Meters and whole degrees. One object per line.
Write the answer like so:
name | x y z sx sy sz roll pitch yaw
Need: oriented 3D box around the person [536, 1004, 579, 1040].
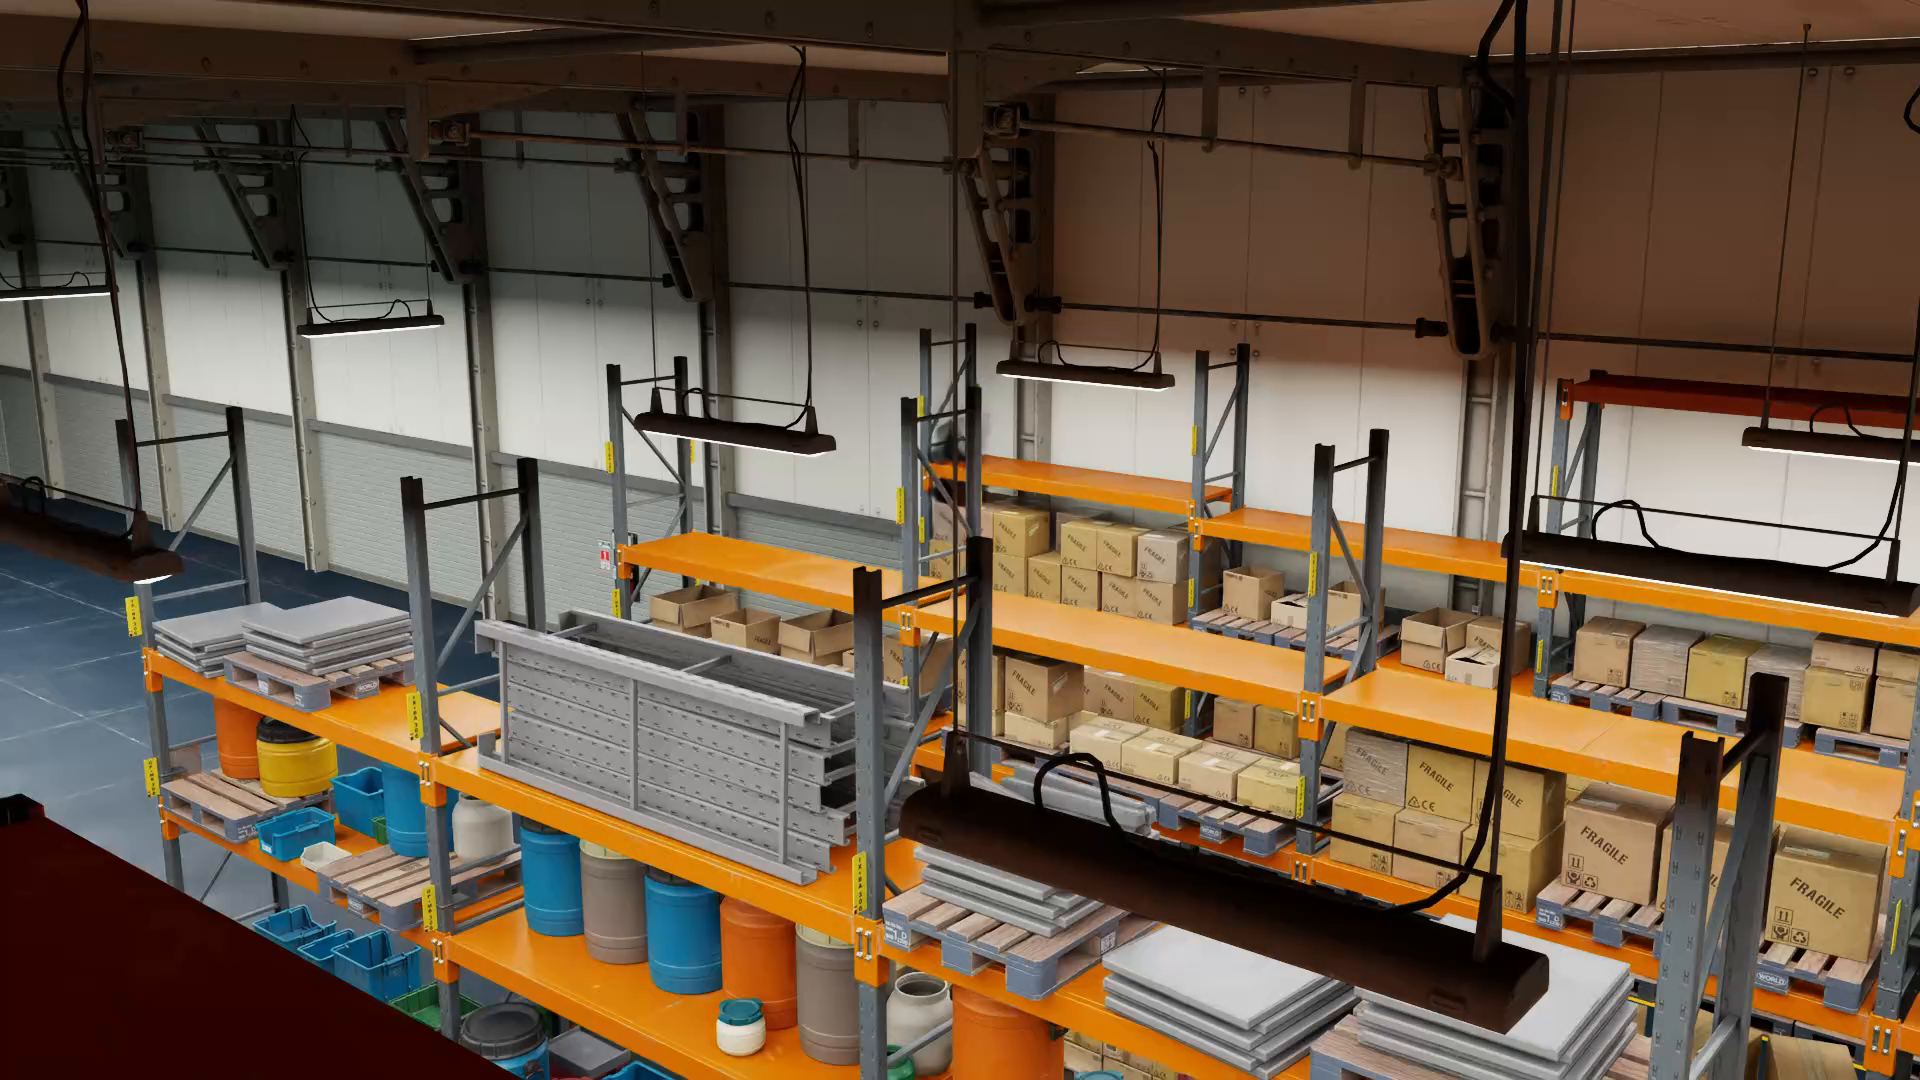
person | -3.492 3.971 14.720 0.704 1.749 0.656 5 14 21
